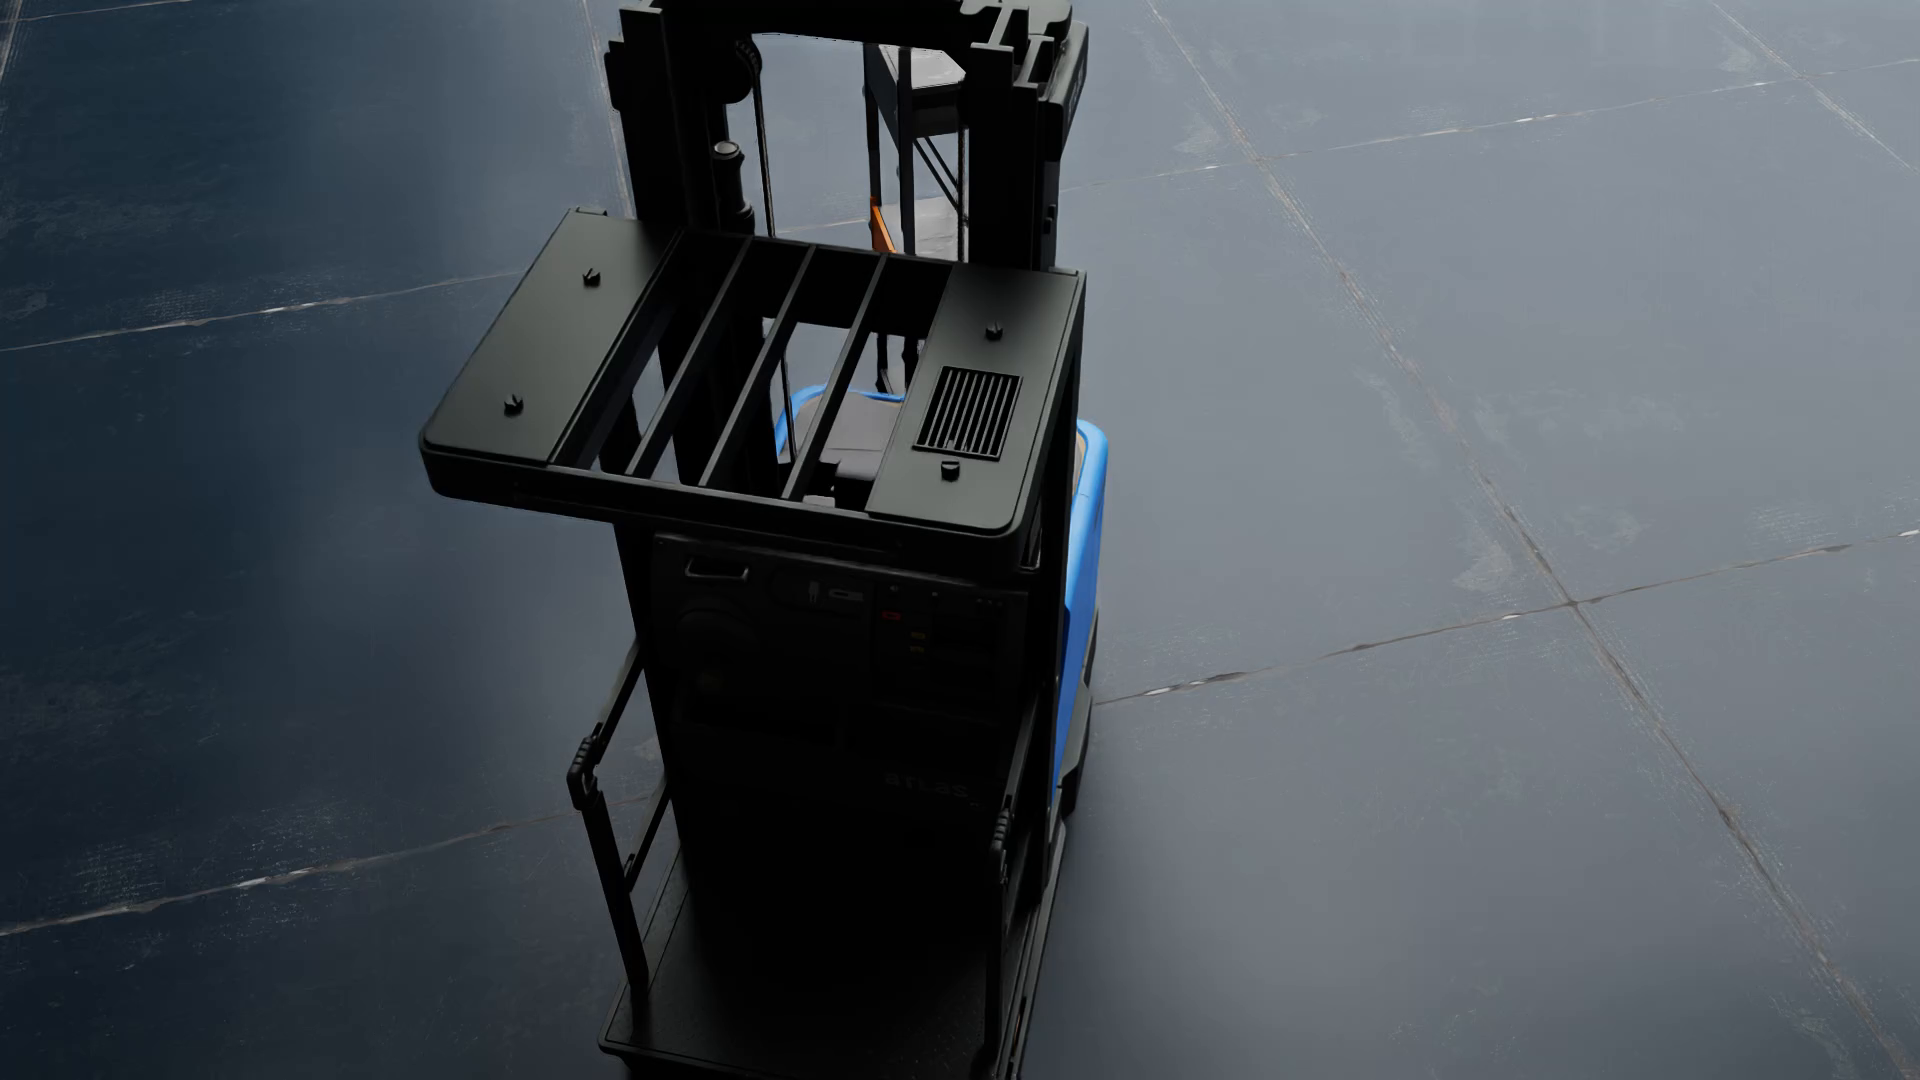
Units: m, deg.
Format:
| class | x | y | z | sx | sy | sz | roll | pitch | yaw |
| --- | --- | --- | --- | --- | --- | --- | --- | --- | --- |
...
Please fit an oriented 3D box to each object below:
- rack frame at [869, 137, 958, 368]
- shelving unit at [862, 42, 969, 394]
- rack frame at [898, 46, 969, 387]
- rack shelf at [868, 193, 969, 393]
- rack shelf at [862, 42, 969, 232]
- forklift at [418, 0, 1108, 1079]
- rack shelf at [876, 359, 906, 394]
| class | x | y | z | sx | sy | sz | roll | pitch | yaw |
| --- | --- | --- | --- | --- | --- | --- | --- | --- | --- |
| rack frame | -0.105 | -1.018 | 5.777 | 0.400 | 2.100 | 0.015 | -11 | 47 | -10 |
| shelving unit | -0.042 | -0.849 | 5.612 | 0.431 | 2.100 | 0.503 | -11 | 47 | -10 |
| rack frame | 0.020 | -0.681 | 5.447 | 0.400 | 2.100 | 0.015 | -11 | 47 | -10 |
| rack shelf | -0.042 | -0.840 | 5.622 | 0.431 | 0.518 | 0.480 | -11 | 47 | -10 |
| rack shelf | -0.042 | -1.330 | 5.122 | 0.431 | 0.518 | 0.480 | -11 | 47 | -10 |
| forklift | -0.342 | 0.319 | 3.885 | 1.130 | 2.935 | 3.031 | 9 | 46 | 8 |
| rack shelf | -0.042 | -0.350 | 6.122 | 0.431 | 0.518 | 0.480 | -11 | 47 | -10 |
